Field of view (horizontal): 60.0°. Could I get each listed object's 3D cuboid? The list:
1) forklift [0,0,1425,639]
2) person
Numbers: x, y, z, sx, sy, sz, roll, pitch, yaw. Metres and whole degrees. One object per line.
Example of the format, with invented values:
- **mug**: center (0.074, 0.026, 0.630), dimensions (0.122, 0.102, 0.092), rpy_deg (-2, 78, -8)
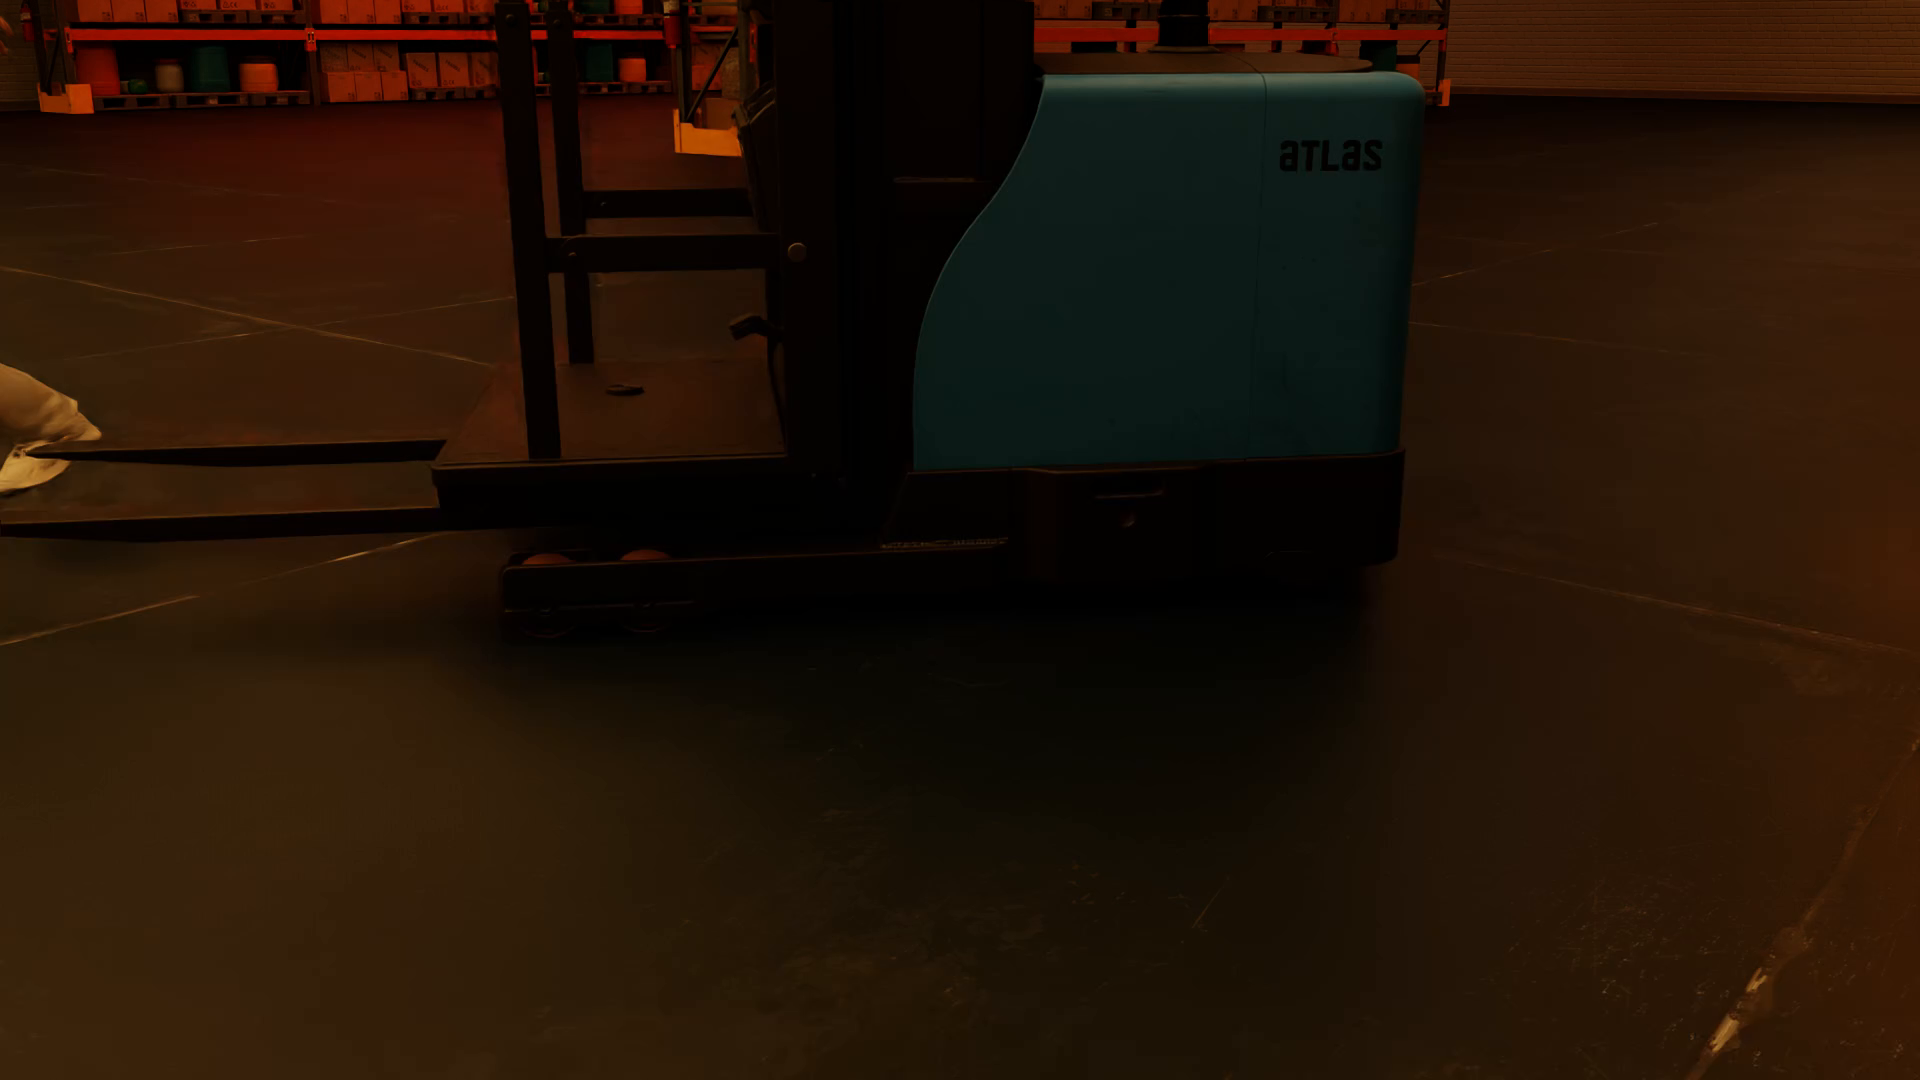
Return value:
- **forklift**: center (-0.614, -1.371, 3.413), dimensions (3.031, 2.935, 1.130), rpy_deg (-2, 17, -8)
- **person**: center (-2.684, -0.760, 3.939), dimensions (1.231, 1.476, 0.795), rpy_deg (10, 19, 29)
